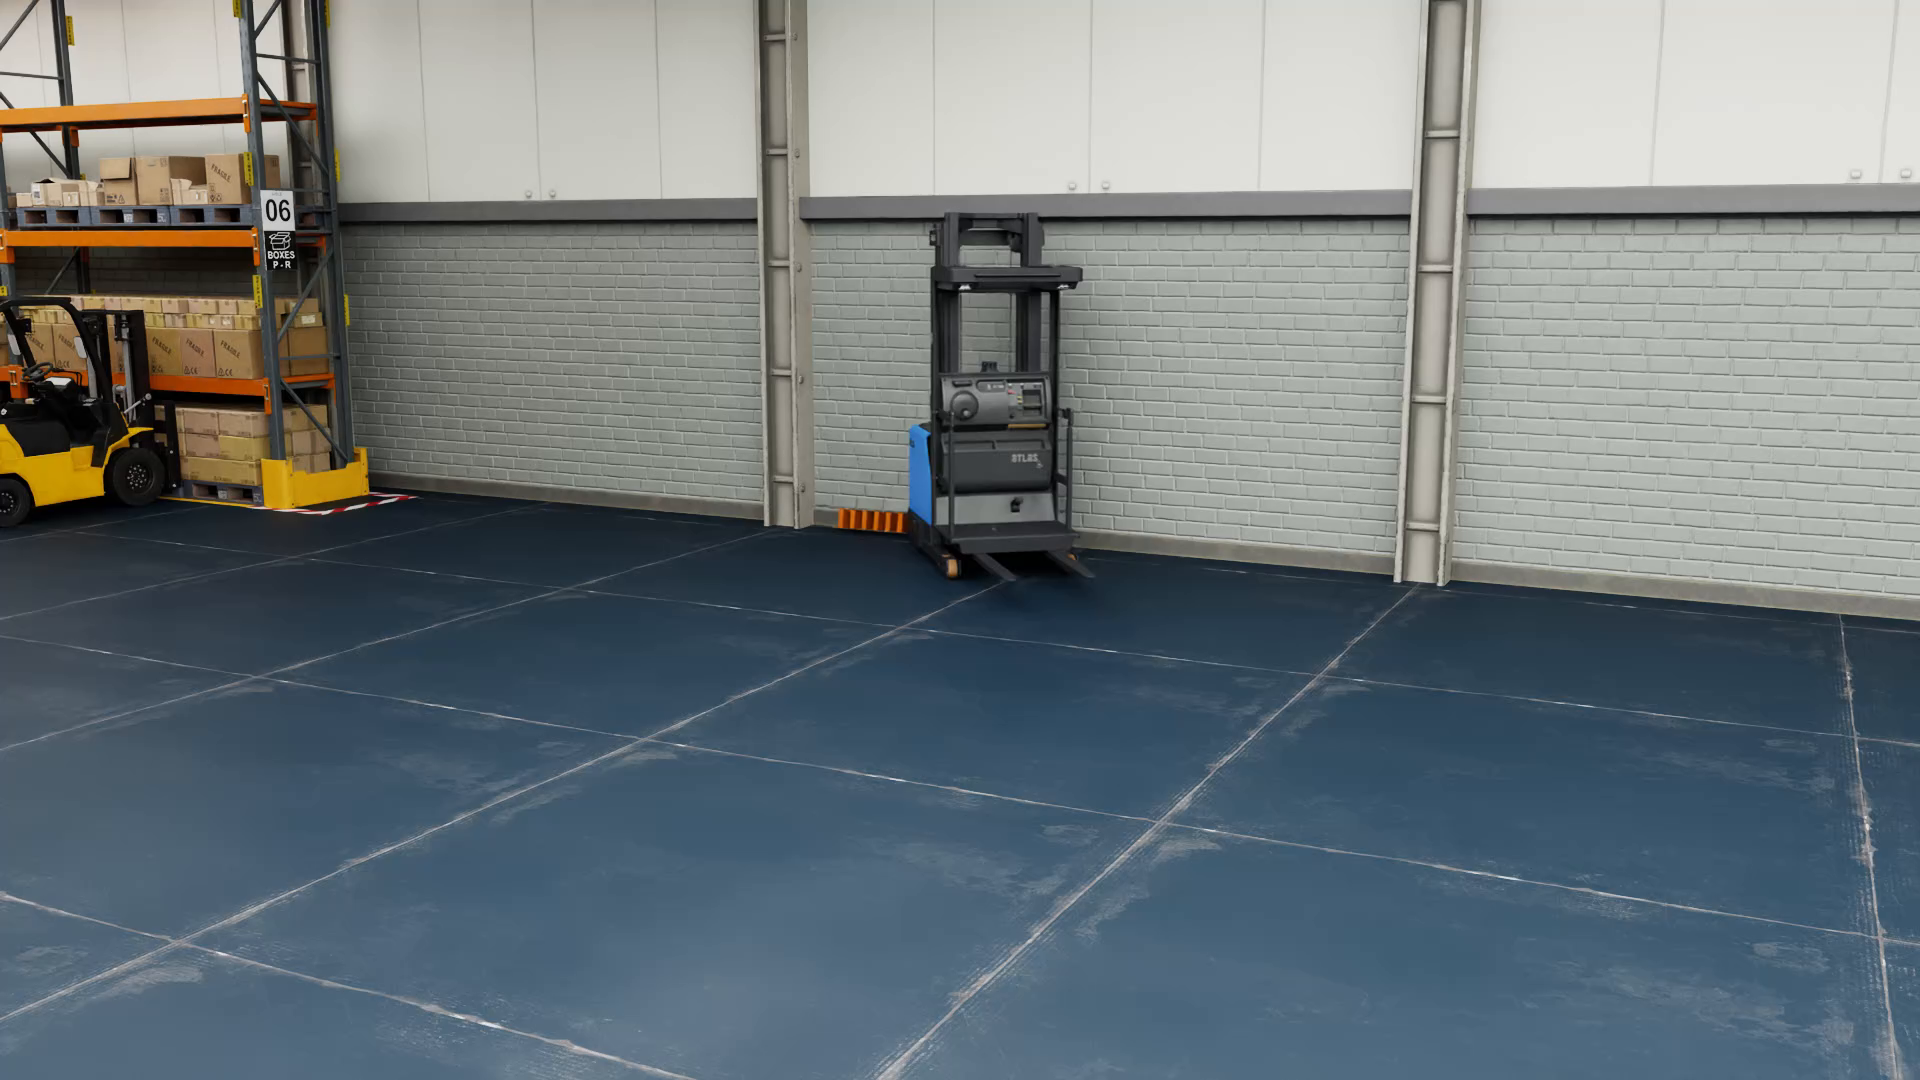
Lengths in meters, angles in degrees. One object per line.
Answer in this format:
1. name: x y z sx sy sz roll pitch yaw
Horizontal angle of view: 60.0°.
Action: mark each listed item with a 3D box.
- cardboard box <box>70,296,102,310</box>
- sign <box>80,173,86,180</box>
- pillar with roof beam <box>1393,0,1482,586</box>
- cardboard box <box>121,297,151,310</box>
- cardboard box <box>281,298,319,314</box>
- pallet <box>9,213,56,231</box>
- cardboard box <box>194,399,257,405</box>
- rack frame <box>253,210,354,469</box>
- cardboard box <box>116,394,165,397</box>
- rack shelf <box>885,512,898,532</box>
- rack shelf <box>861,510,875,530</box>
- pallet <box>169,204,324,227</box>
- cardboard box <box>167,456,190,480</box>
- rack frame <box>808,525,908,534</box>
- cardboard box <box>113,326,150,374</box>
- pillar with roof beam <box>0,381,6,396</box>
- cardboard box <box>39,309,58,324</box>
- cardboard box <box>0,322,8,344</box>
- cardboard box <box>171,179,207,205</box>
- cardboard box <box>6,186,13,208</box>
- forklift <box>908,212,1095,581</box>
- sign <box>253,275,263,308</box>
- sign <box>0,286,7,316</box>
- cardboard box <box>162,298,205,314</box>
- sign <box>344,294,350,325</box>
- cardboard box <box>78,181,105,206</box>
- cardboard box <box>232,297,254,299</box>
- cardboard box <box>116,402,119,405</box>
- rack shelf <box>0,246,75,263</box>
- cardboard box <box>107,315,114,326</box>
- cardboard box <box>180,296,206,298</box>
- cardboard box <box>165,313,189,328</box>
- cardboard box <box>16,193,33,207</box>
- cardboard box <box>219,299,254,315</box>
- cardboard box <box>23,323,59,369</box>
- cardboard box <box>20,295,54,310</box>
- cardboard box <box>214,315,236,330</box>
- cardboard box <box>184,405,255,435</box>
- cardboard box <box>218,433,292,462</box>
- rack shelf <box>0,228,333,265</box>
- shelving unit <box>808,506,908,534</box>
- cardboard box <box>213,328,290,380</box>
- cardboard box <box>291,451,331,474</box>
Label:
1. cardboard box: -9.539 -2.592 18.210 0.250 0.149 0.380 5 12 27
2. sign: -10.142 -4.069 19.214 0.005 0.325 0.100 5 11 26
3. pillar with roof beam: 1.832 -3.414 8.843 0.400 9.000 9.100 5 11 26
4. cardboard box: -8.810 -2.548 17.967 0.250 0.149 0.380 5 11 26
5. cardboard box: -7.006 -2.471 17.544 0.250 0.149 0.380 5 11 25
6. pallet: -11.183 -3.660 19.167 1.217 0.209 0.805 5 11 24
7. cardboard box: -8.040 -1.390 18.239 0.500 0.250 0.500 5 11 25
8. rack frame: -6.799 -1.896 17.303 0.127 3.000 1.000 5 11 26
9. cardboard box: -9.398 -1.511 18.912 0.500 0.250 0.500 5 11 25
10. rack shelf: -0.647 -0.168 15.518 0.103 0.180 0.258 5 1 21
11. rack shelf: -0.871 -0.186 15.603 0.103 0.180 0.258 5 1 21
12. pallet: -7.422 -3.388 17.374 1.213 0.211 1.003 5 11 26
13. cardboard box: -8.247 -0.818 17.887 0.500 0.250 0.500 5 11 26
14. rack frame: -0.836 -0.091 15.588 1.200 0.006 0.240 5 1 21
15. cardboard box: -8.733 -2.062 17.942 0.500 0.500 0.500 5 11 26
16. pillar with roof beam: -14.310 -4.832 16.680 0.400 9.000 9.100 5 11 26
17. cardboard box: -9.984 -2.492 18.495 0.250 0.149 0.380 5 12 27
18. cardboard box: -10.940 -2.381 19.001 0.500 0.250 0.500 5 11 25
19. cardboard box: -7.904 -3.598 17.204 0.258 0.266 0.396 5 11 26
20. cardboard box: -11.143 -3.917 18.839 0.500 0.311 0.500 5 11 24
21. forklift: 0.352 -1.200 13.650 1.130 2.935 3.031 -2 11 -13
22. sign: -7.052 -2.497 16.706 0.005 0.325 0.100 5 11 26
23. sign: -10.618 -2.654 18.465 0.005 0.325 0.100 5 11 26
24. cardboard box: -8.168 -2.470 17.539 0.250 0.149 0.380 5 12 27
25. sign: -6.548 -2.449 17.706 0.005 0.325 0.100 5 11 26
26. cardboard box: -9.190 -3.711 17.829 0.258 0.266 0.396 5 11 24
27. cardboard box: -7.684 -2.538 17.911 0.250 0.149 0.380 5 11 26
28. cardboard box: -9.186 -1.389 18.237 0.500 0.250 0.500 5 12 28
29. rack shelf: -12.180 -3.491 19.712 4.000 0.370 1.077 5 11 26
30. cardboard box: -9.082 -2.407 18.024 0.250 0.149 0.380 5 11 24
31. cardboard box: -8.380 -2.598 18.243 0.250 0.149 0.380 5 11 26
32. cardboard box: -8.160 -2.327 17.584 0.250 0.149 0.380 5 11 24
33. cardboard box: -10.118 -3.735 18.290 0.250 0.149 0.380 5 12 27
34. cardboard box: -7.449 -2.420 17.259 0.250 0.149 0.380 5 11 26
35. cardboard box: -10.104 -2.184 18.612 0.500 0.500 0.500 5 11 24
36. cardboard box: -10.232 -2.653 18.550 0.250 0.149 0.380 5 12 27
37. cardboard box: -7.476 -2.262 17.225 0.250 0.149 0.380 5 12 27
38. cardboard box: -7.811 -1.267 17.563 0.500 0.250 0.500 5 12 27
39. cardboard box: -7.374 -0.984 17.402 0.500 0.250 0.500 5 11 25
40. rack shelf: -8.593 -3.175 17.970 4.000 0.370 1.077 5 11 26
41. shelving unit: -0.829 -0.182 15.587 1.200 0.189 0.258 5 1 21
42. cardboard box: -7.357 -1.942 17.276 0.500 0.500 0.500 5 11 25
43. cardboard box: -7.153 -0.819 17.897 0.500 0.250 0.500 5 11 26
